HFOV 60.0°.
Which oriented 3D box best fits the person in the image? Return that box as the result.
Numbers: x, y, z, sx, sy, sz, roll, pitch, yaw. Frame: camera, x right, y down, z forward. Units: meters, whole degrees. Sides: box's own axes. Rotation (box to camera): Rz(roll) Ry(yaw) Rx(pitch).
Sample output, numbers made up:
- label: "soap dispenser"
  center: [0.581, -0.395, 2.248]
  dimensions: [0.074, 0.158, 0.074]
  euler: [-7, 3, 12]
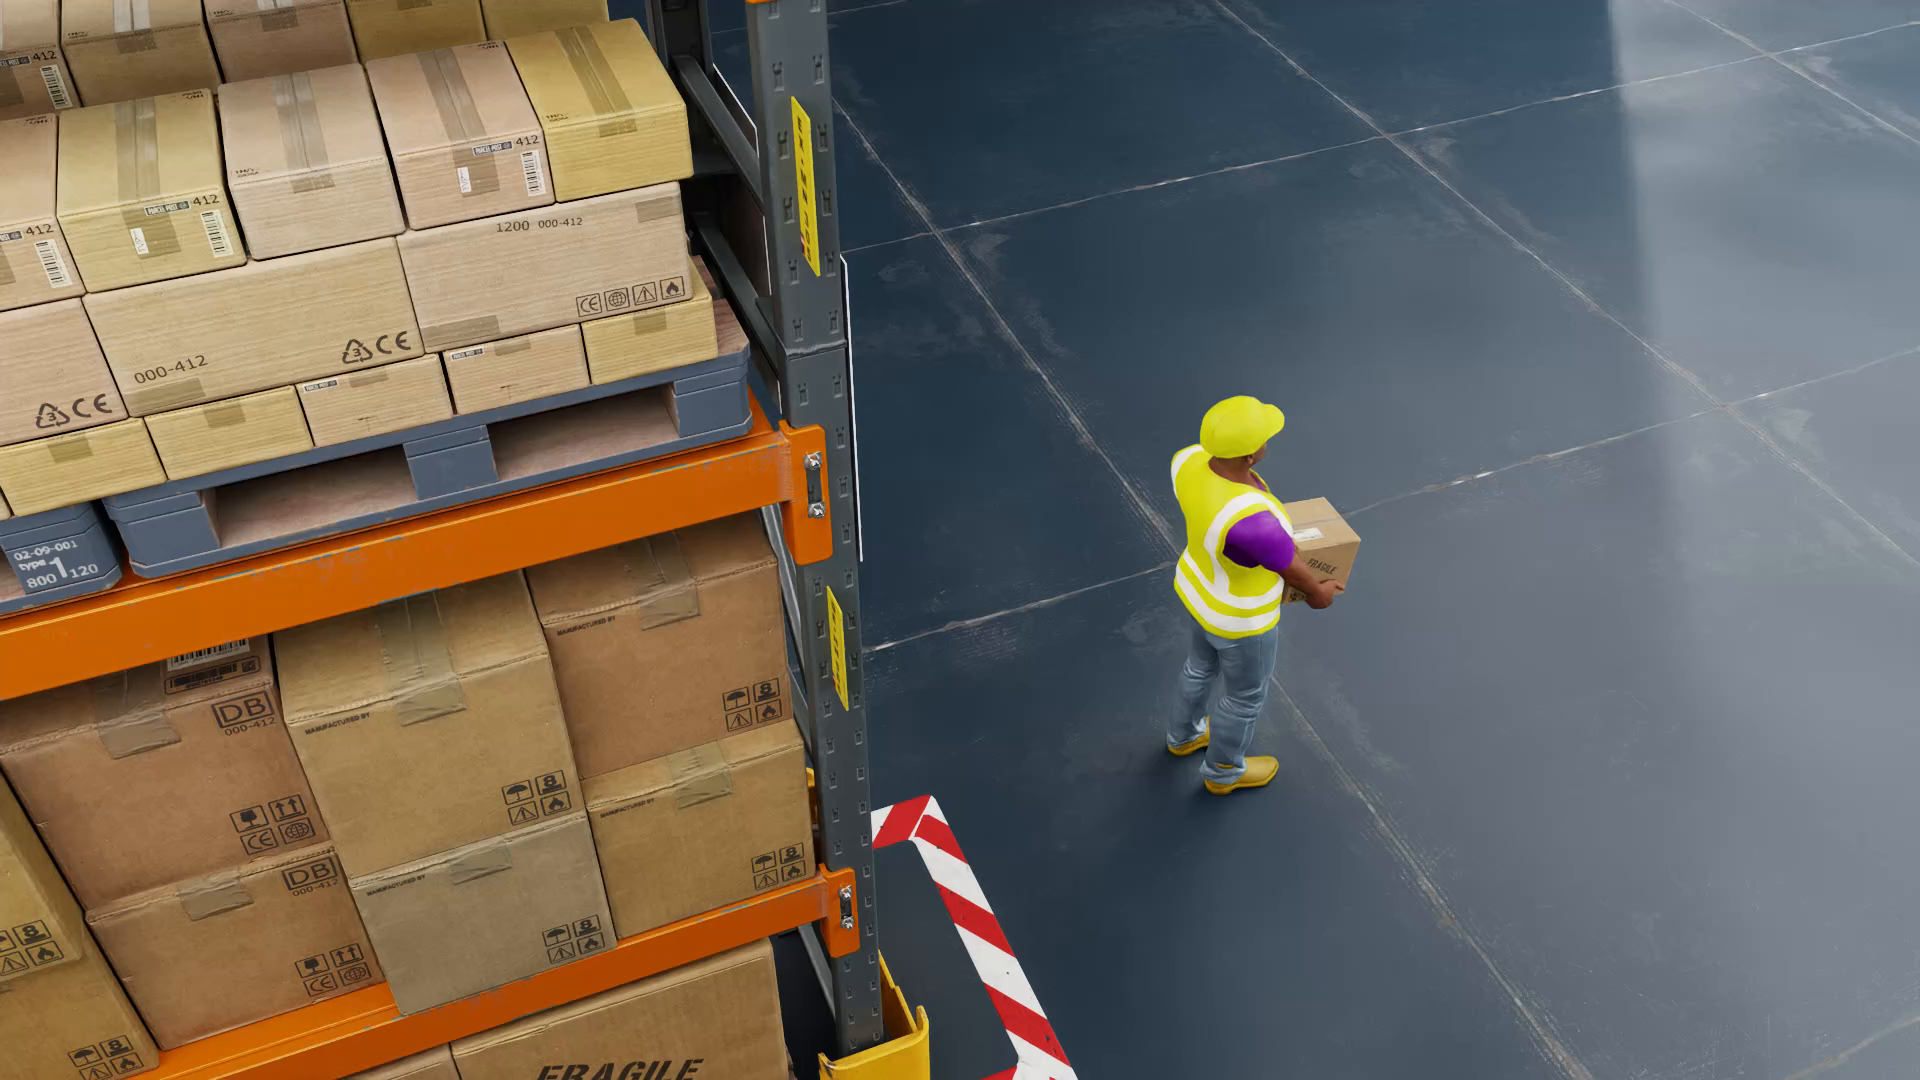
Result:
- label: "person"
  center: [0.977, 0.200, 5.920]
  dimensions: [0.448, 1.760, 0.503]
  euler: [-14, 44, -16]
